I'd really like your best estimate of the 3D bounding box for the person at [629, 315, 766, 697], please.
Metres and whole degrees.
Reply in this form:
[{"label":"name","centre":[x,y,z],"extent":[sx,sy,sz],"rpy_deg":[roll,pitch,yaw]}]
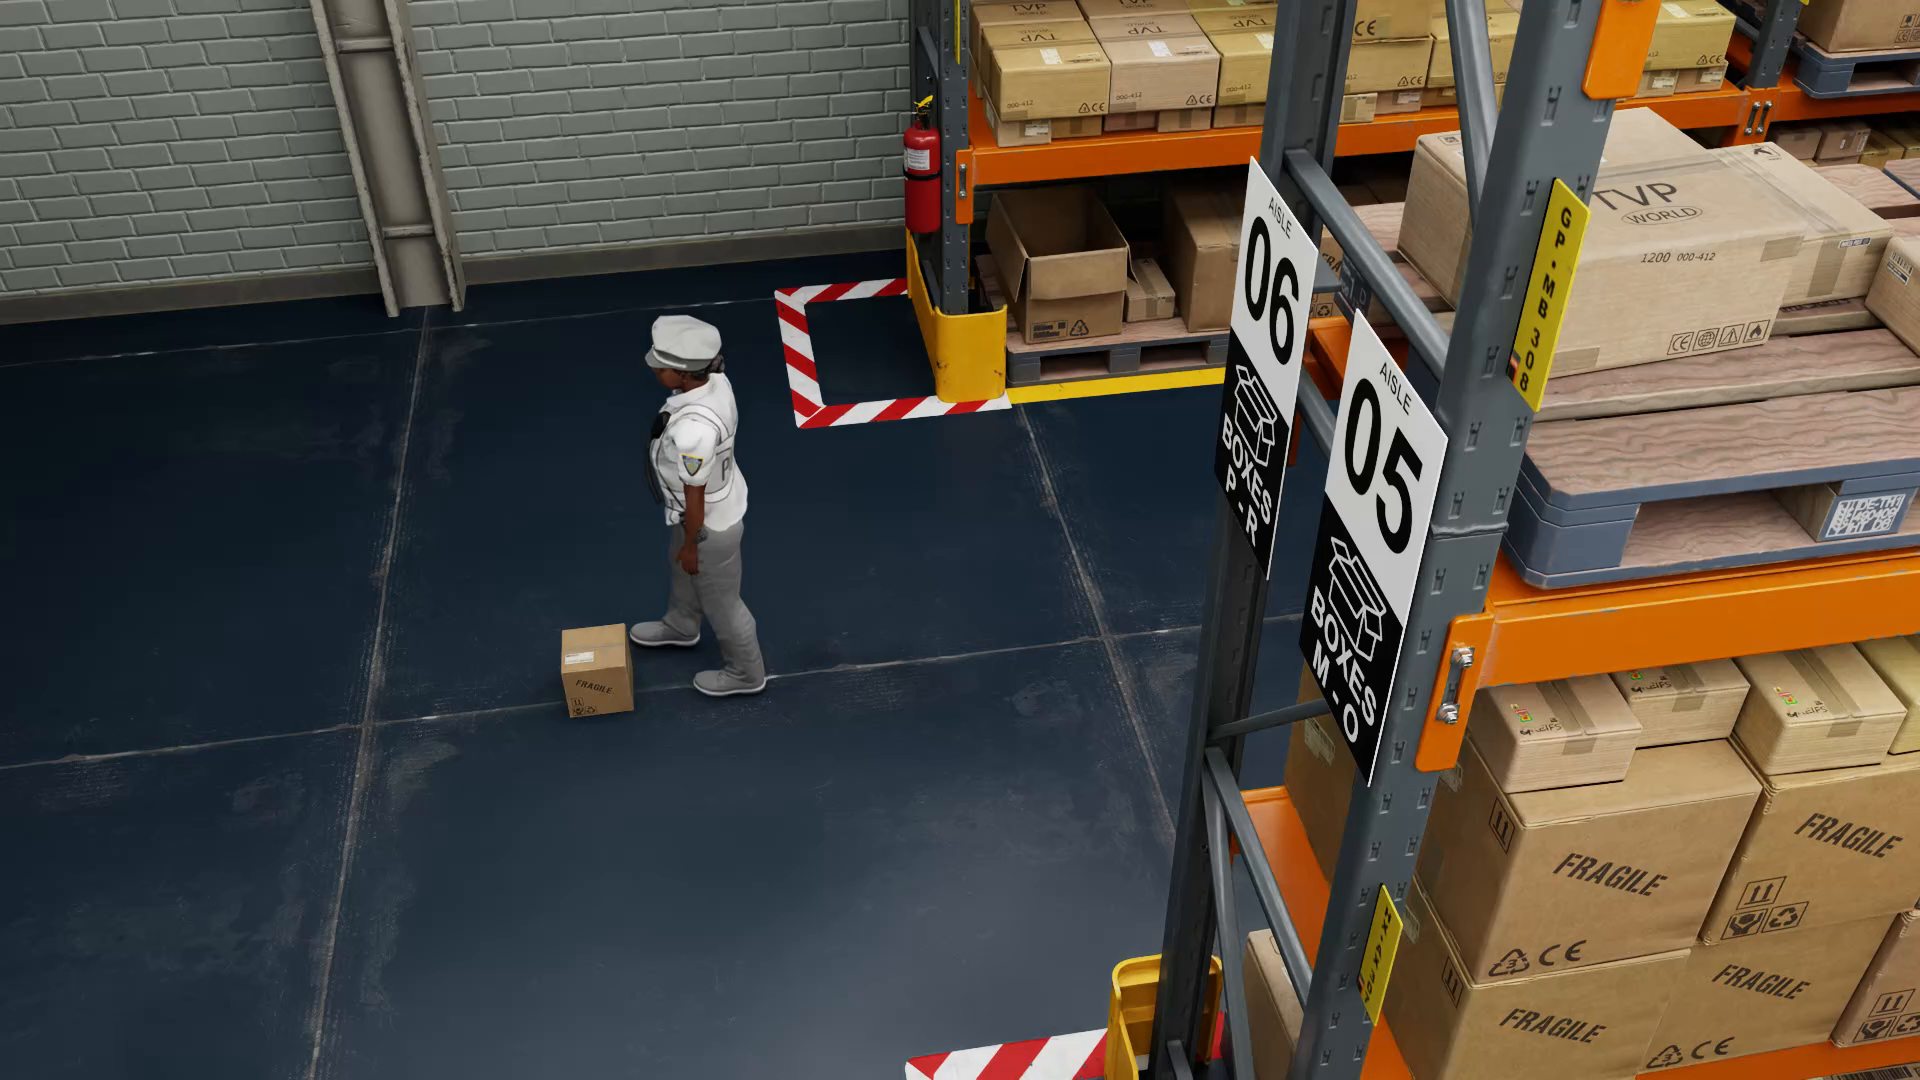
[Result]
[{"label":"person","centre":[-1.076,-0.116,6.271],"extent":[0.585,1.672,0.497],"rpy_deg":[-1,39,-1]}]
